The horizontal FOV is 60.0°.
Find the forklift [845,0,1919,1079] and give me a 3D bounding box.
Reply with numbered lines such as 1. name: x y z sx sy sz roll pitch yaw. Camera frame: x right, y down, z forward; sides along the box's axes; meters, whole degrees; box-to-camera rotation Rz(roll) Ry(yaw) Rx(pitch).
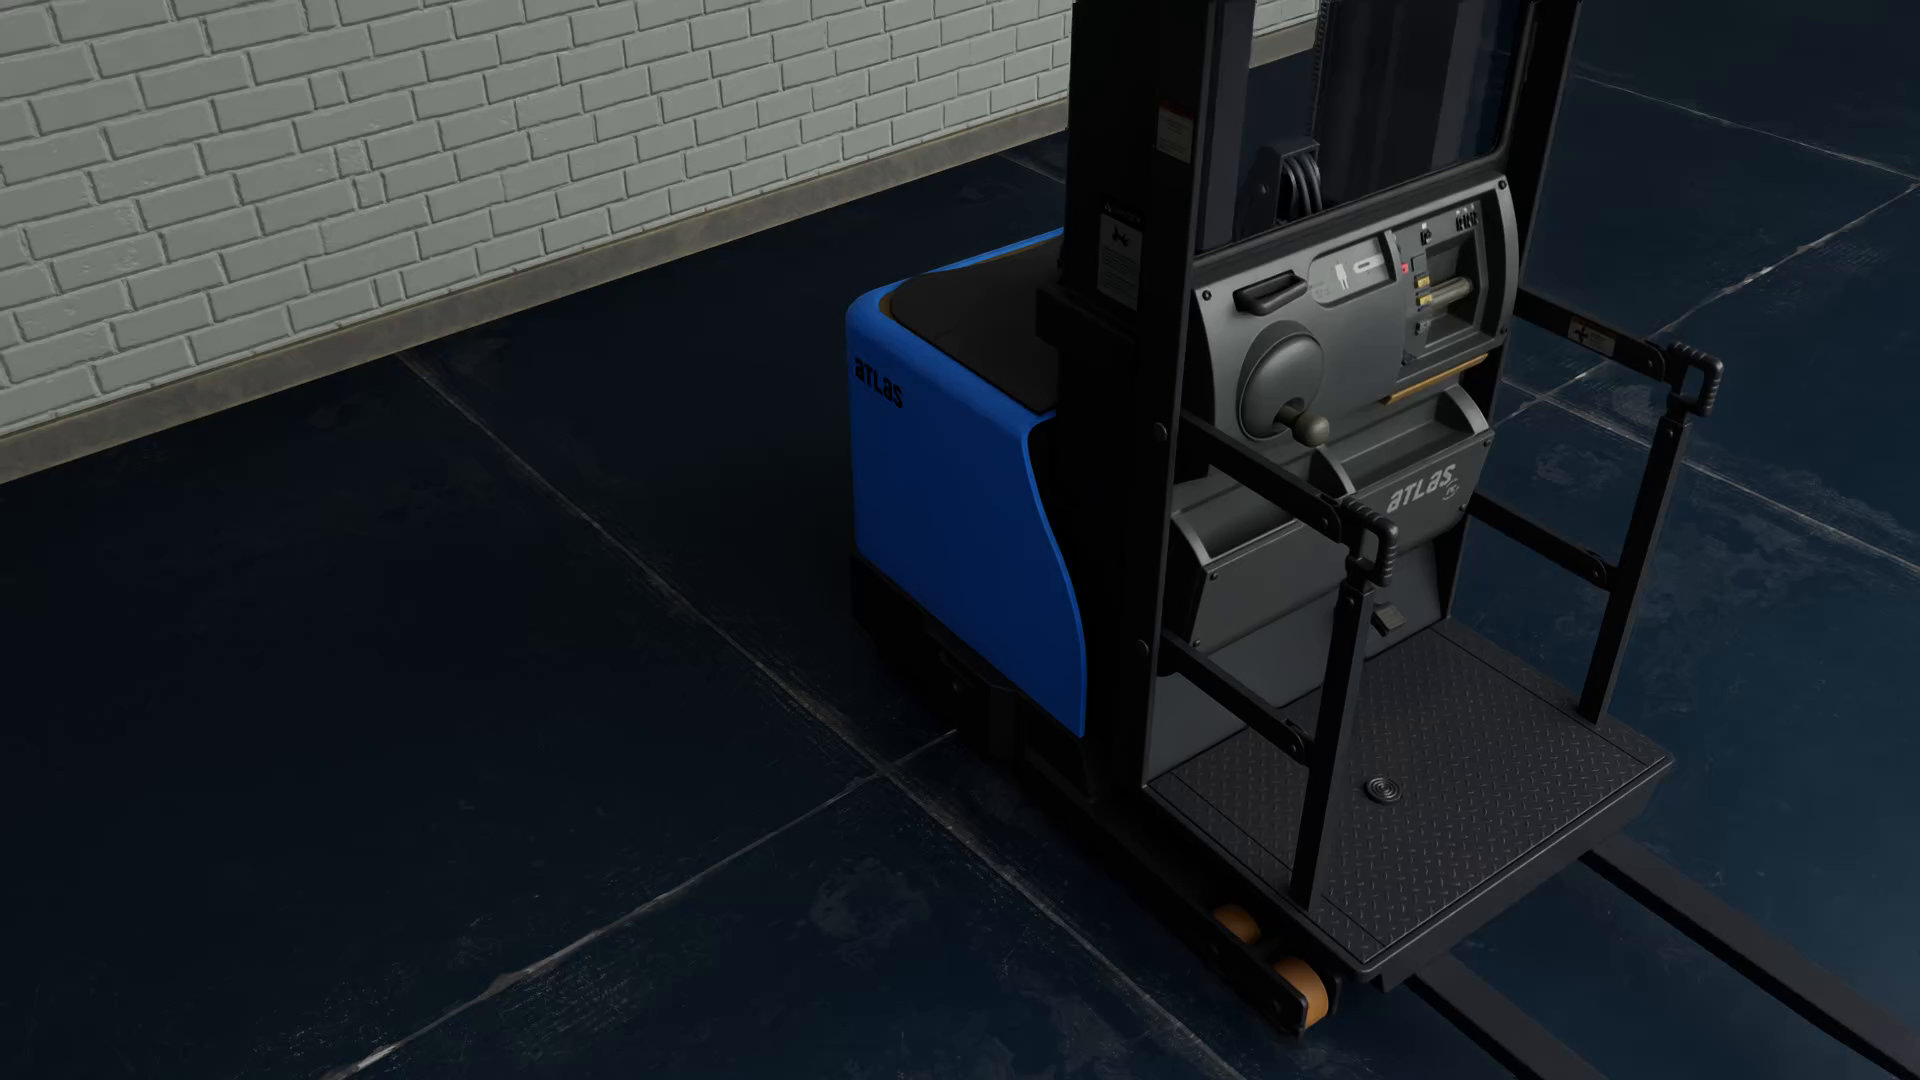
1. forklift: 0.970 -0.427 3.316 1.130 2.935 3.031 -23 41 -29
